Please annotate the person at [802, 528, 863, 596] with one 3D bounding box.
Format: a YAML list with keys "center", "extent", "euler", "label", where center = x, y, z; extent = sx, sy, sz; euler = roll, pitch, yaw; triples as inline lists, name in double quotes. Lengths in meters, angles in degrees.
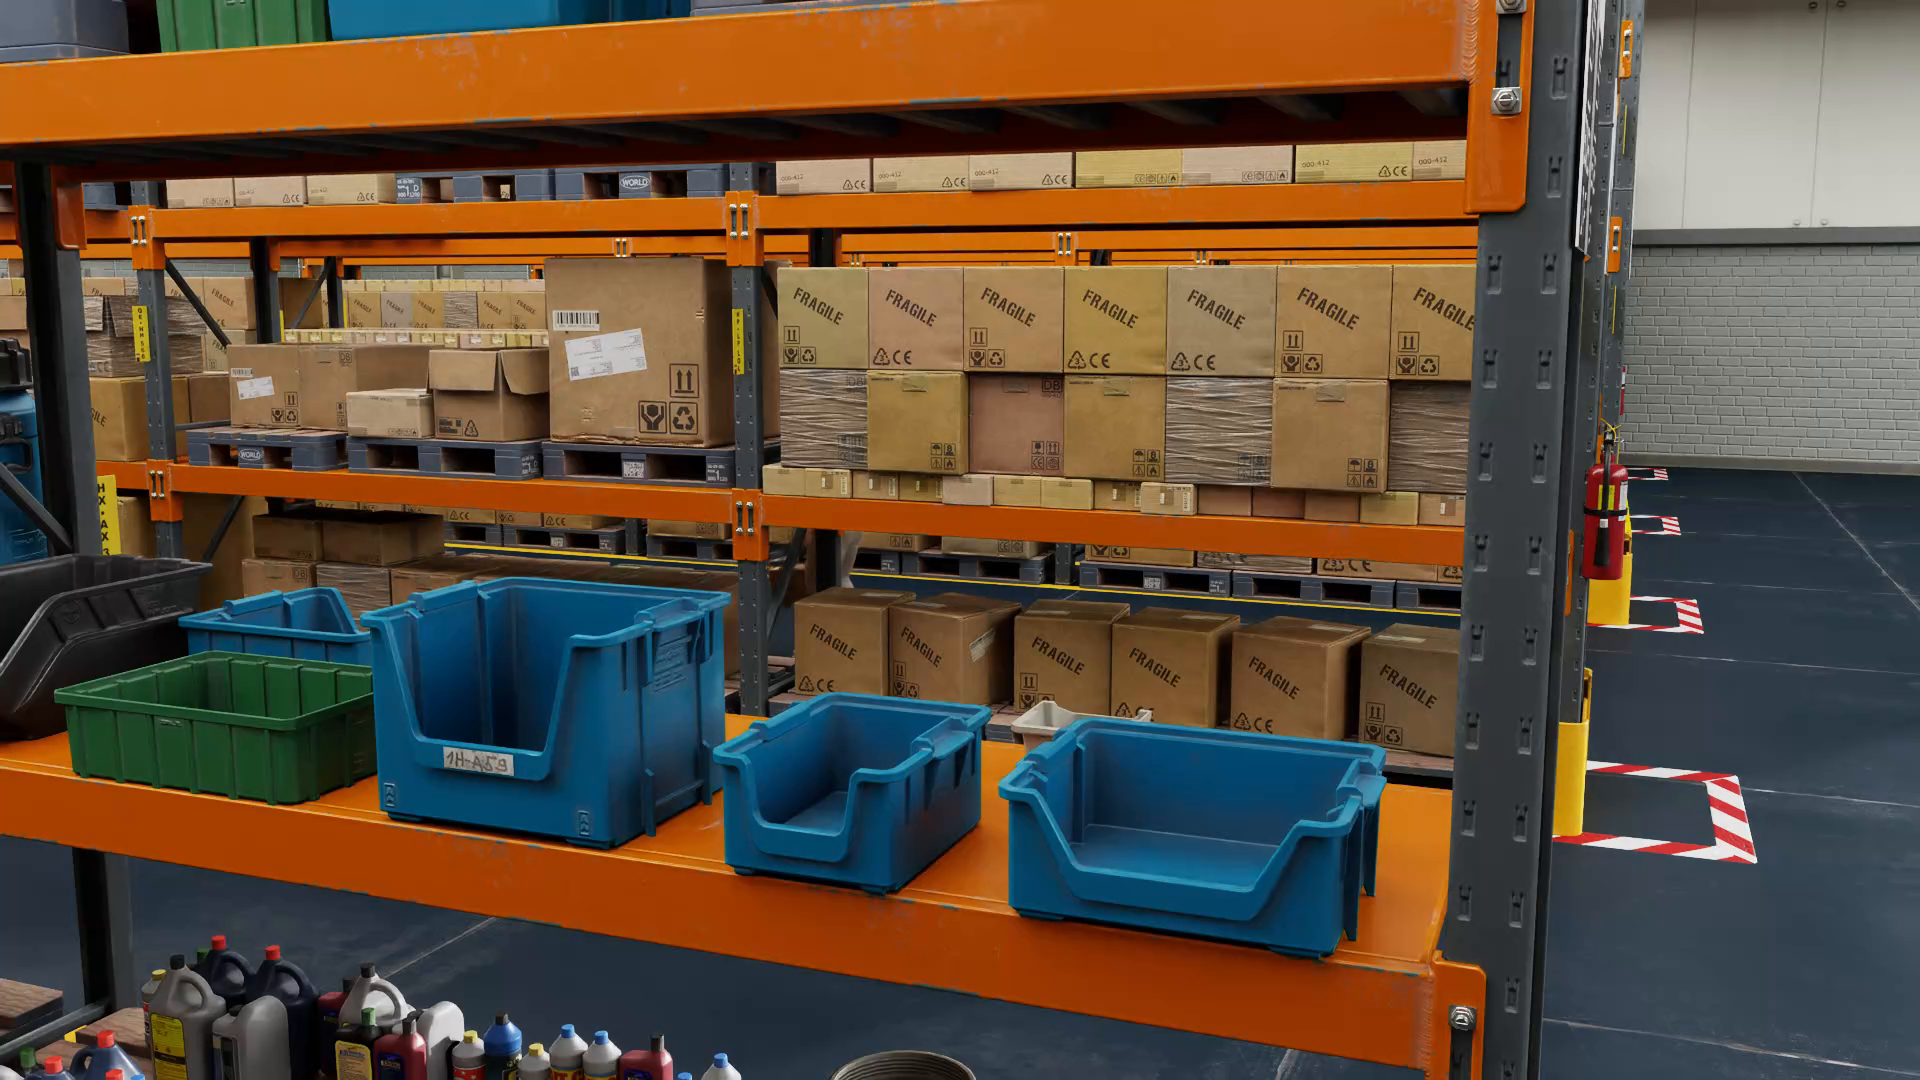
- center: [-0.822, -0.100, 10.544]
  extent: [0.391, 1.730, 0.563]
  euler: [3, 9, 16]
  label: "person"
